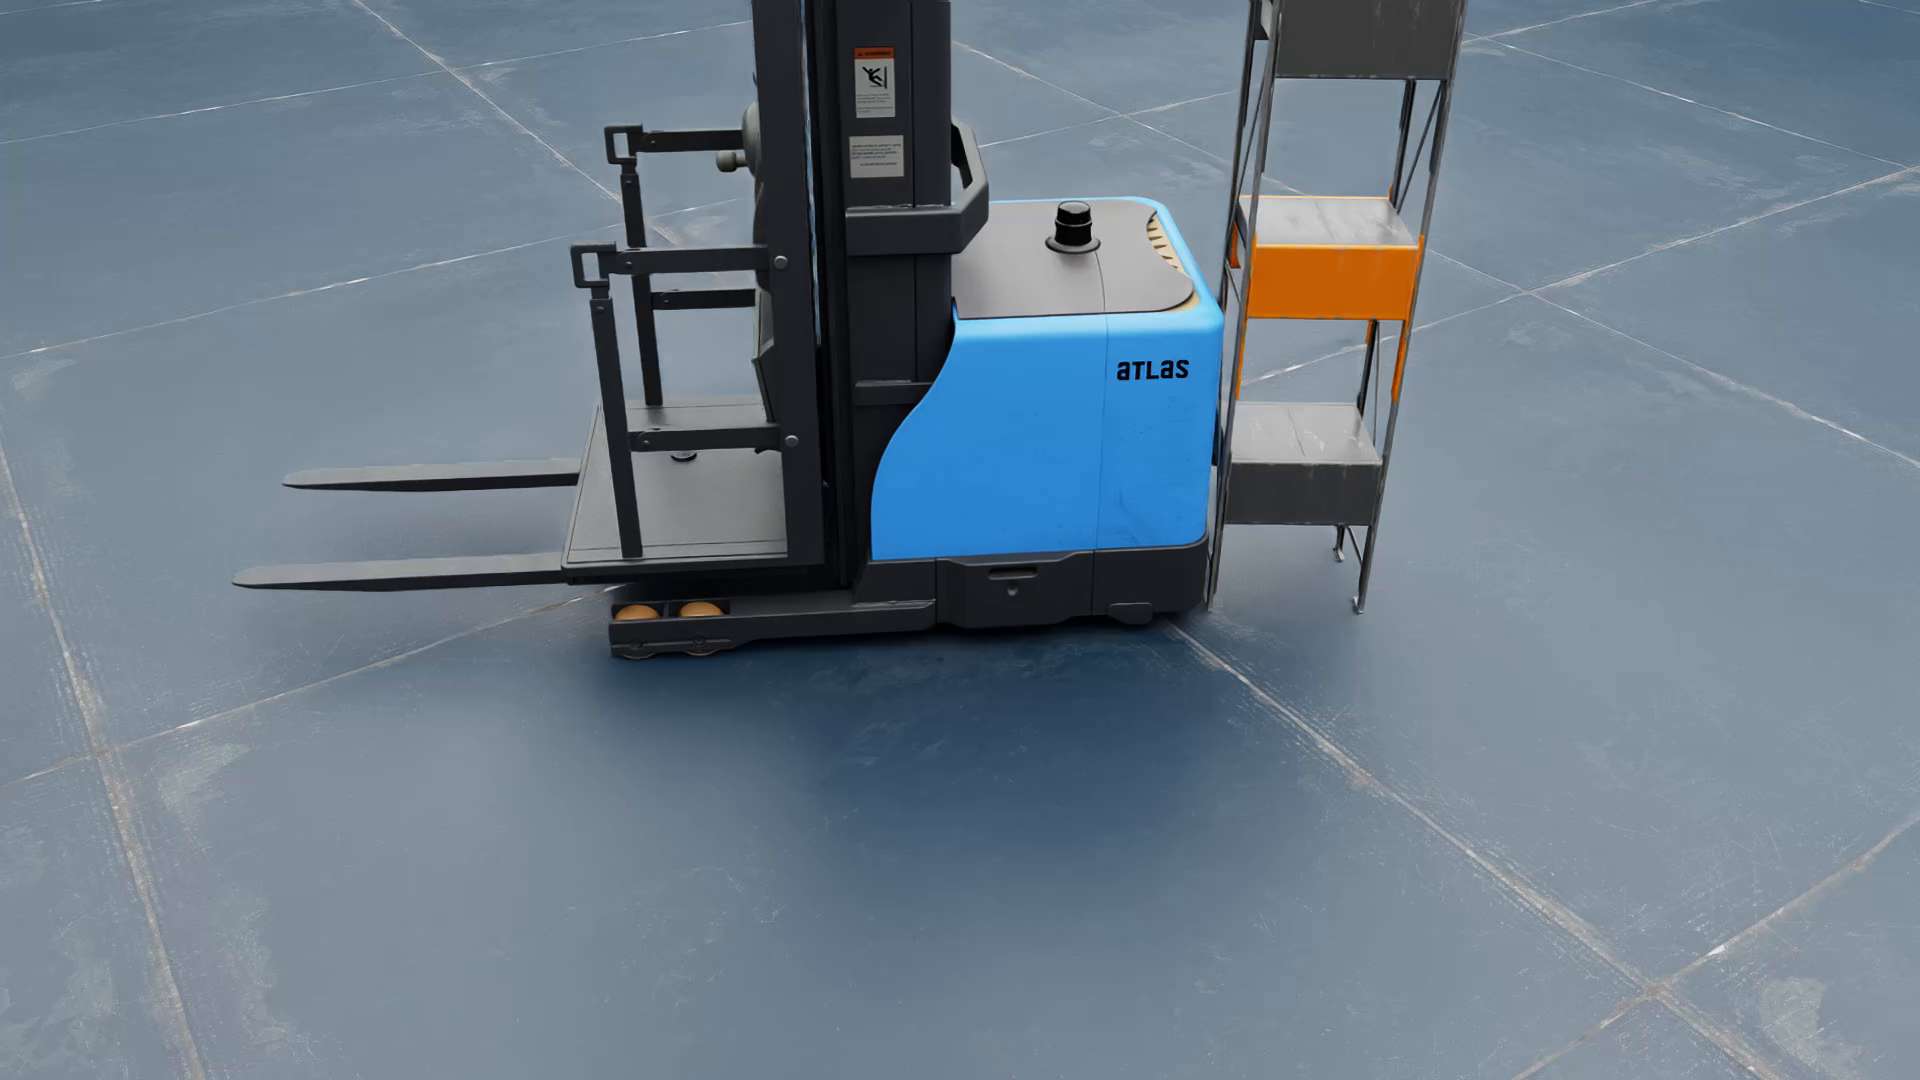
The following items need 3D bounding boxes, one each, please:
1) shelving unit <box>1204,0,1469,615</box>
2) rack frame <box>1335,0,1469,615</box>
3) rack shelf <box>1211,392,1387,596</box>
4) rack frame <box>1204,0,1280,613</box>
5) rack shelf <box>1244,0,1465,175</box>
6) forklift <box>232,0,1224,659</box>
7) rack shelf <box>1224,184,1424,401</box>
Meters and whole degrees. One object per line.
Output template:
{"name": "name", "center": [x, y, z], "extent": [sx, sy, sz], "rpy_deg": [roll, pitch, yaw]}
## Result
{"name": "shelving unit", "center": [1.063, -0.757, 4.976], "extent": [0.503, 2.100, 0.431], "rpy_deg": [1, 32, 0]}
{"name": "rack frame", "center": [1.307, -0.754, 4.977], "extent": [0.015, 2.100, 0.400], "rpy_deg": [1, 32, 0]}
{"name": "rack shelf", "center": [1.054, -0.153, 5.356], "extent": [0.480, 0.518, 0.431], "rpy_deg": [1, 32, 0]}
{"name": "rack frame", "center": [0.819, -0.759, 4.974], "extent": [0.015, 2.100, 0.400], "rpy_deg": [1, 32, 0]}
{"name": "rack shelf", "center": [1.071, -1.337, 4.609], "extent": [0.480, 0.518, 0.431], "rpy_deg": [1, 32, 0]}
{"name": "forklift", "center": [-0.765, -1.165, 4.850], "extent": [3.031, 2.935, 1.130], "rpy_deg": [-3, 32, -4]}
{"name": "rack shelf", "center": [1.063, -0.745, 4.983], "extent": [0.480, 0.518, 0.431], "rpy_deg": [1, 32, 0]}
